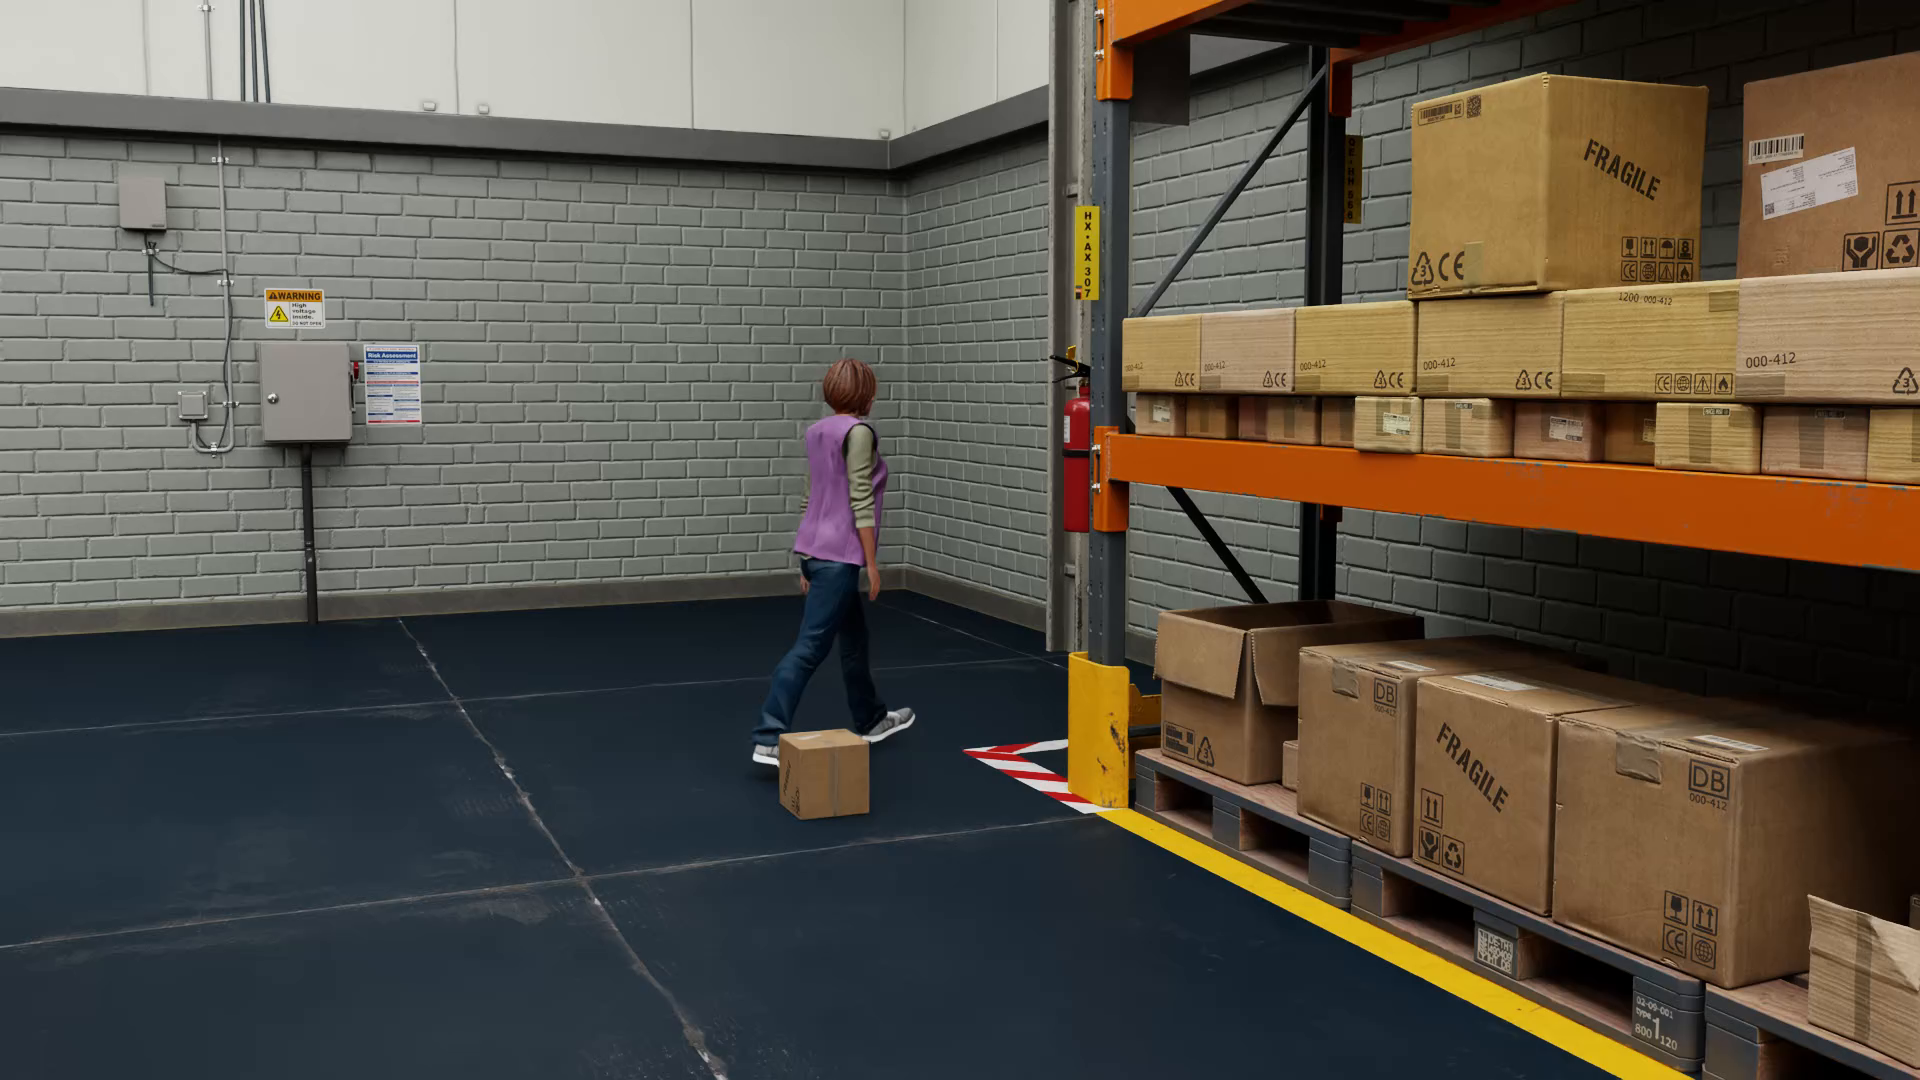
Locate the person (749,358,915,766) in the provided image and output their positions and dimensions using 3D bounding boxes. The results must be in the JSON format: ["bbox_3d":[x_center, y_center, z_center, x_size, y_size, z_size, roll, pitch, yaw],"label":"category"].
[{"bbox_3d":[-0.457,0.073,6.459,0.834,1.552,0.520,-3,6,-28],"label":"person"}]
